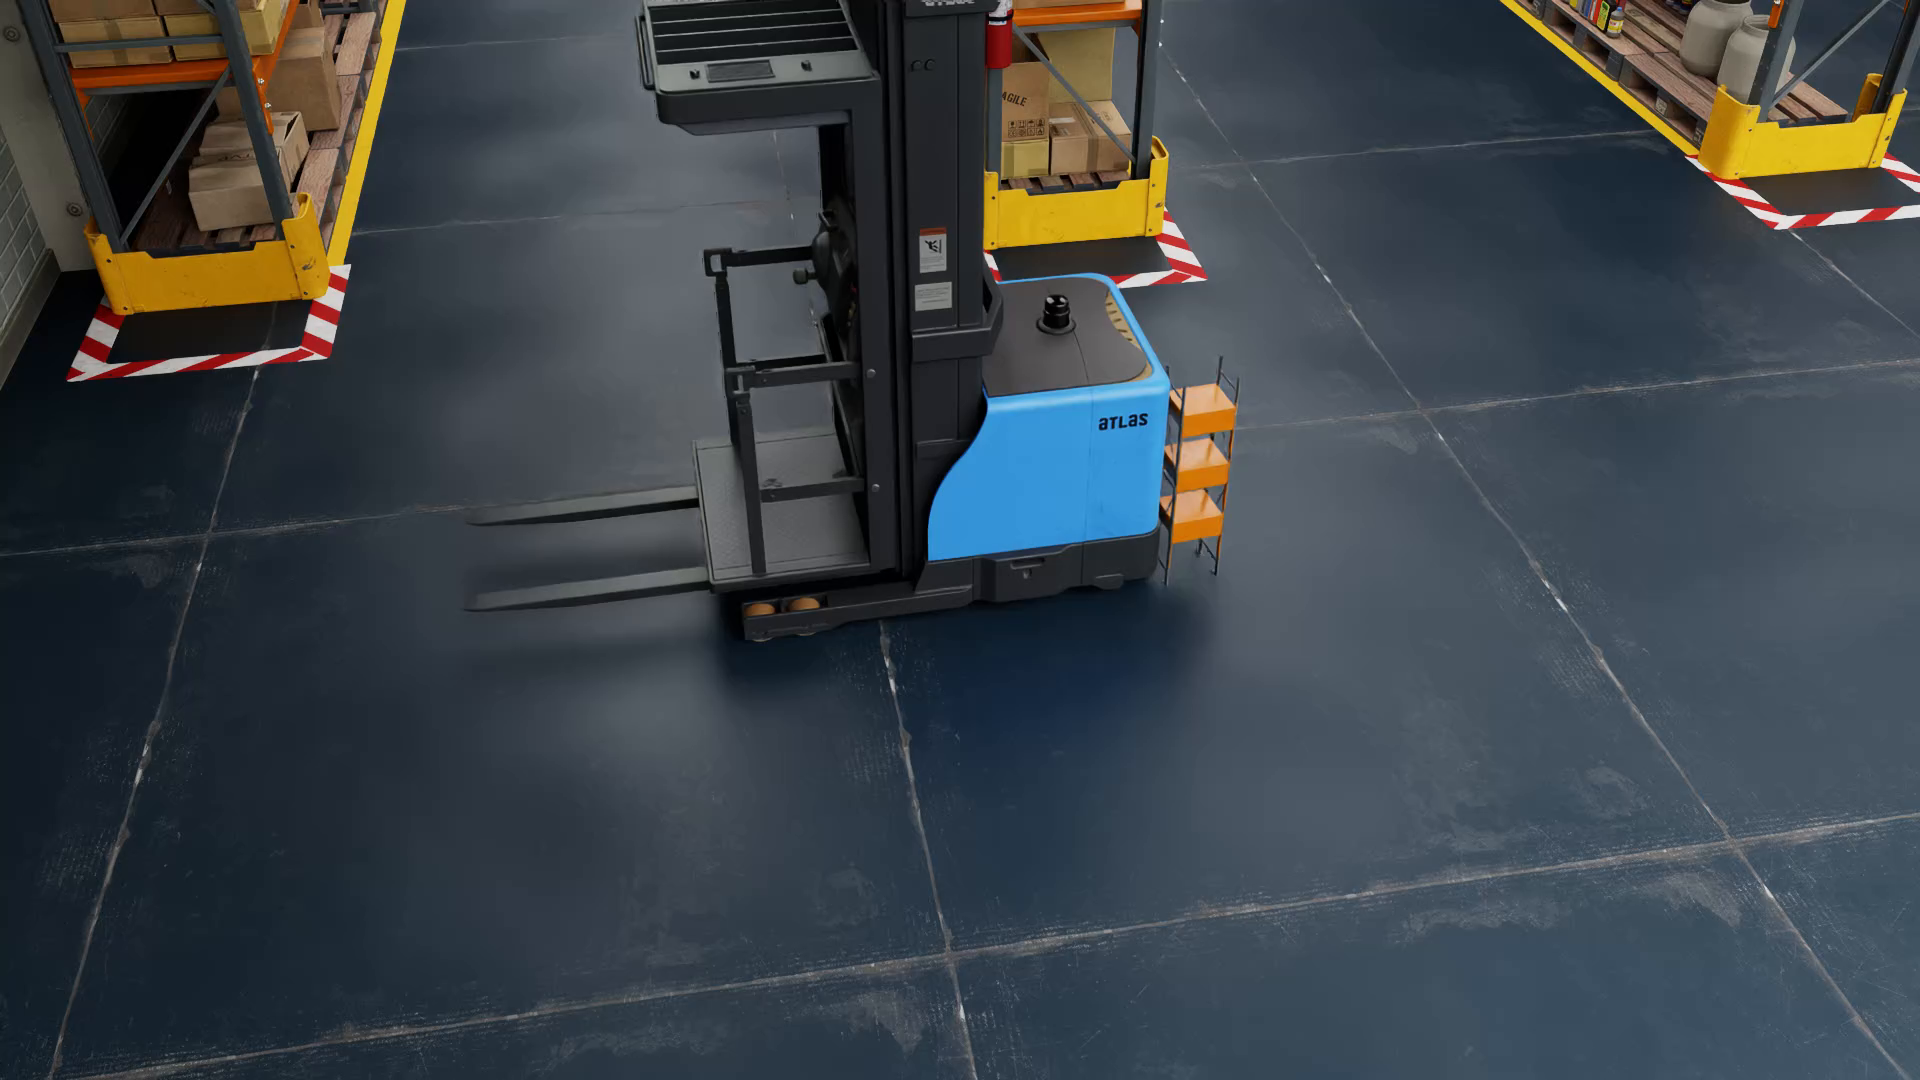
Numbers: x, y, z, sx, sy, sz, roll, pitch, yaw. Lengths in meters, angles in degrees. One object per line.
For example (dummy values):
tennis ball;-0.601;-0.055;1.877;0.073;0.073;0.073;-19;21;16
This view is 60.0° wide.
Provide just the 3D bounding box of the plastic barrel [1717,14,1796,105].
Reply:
plastic barrel;5.328;-3.206;11.117;0.421;0.512;0.421;0;38;0

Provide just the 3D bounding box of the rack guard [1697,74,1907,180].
rack guard;5.459;-2.687;10.801;1.175;0.500;0.348;-6;38;-8

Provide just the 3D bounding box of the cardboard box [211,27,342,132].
cardboard box;-4.447;-2.975;10.813;0.700;0.500;0.500;-9;39;-11

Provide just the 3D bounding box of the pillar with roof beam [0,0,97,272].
pillar with roof beam;-0.971;-5.729;7.790;9.100;9.000;0.400;-6;38;-8

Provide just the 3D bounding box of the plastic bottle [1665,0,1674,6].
plastic bottle;5.413;-4.158;12.579;0.097;0.201;0.097;0;38;0

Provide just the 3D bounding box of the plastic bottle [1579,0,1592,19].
plastic bottle;4.724;-4.032;12.357;0.152;0.276;0.135;-7;38;-9

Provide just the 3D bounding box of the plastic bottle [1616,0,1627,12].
plastic bottle;4.853;-3.963;12.262;0.061;0.283;0.133;-6;38;-8

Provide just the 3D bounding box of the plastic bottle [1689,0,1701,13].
plastic bottle;5.486;-4.001;12.311;0.061;0.283;0.133;-6;38;-7

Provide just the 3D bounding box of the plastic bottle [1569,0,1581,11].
plastic bottle;4.691;-4.161;12.462;0.144;0.351;0.185;-5;38;-6

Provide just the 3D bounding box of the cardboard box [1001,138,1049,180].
cardboard box;0.257;-2.475;10.389;0.500;0.250;0.500;-6;38;-8

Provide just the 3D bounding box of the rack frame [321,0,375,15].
rack frame;-4.936;-4.984;11.720;1.000;3.000;0.127;-6;38;-8

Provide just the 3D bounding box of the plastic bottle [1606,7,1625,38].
plastic bottle;4.765;-3.764;12.072;0.097;0.201;0.097;0;38;0

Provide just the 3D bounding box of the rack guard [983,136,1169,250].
rack guard;0.646;-2.101;10.047;1.175;0.500;0.348;-6;38;-8

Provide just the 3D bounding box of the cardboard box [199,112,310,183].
cardboard box;-4.367;-2.451;10.293;0.500;0.311;0.500;-3;38;-4

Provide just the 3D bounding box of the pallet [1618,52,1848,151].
pallet;5.322;-3.064;11.522;1.003;0.211;1.213;-6;38;-8

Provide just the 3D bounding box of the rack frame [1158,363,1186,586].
rack frame;0.901;-0.268;7.238;0.008;1.050;0.200;-10;39;-13

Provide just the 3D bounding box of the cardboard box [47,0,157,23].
cardboard box;-4.527;-3.074;8.757;0.500;0.500;0.500;-7;38;-8

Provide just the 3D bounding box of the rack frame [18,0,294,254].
rack frame;-4.235;-2.568;8.610;1.000;3.000;0.127;-6;38;-8

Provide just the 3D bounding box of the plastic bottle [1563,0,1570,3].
plastic bottle;4.658;-4.274;12.607;0.144;0.351;0.185;-7;38;-8

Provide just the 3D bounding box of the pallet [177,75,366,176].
pallet;-4.566;-2.742;11.108;1.003;0.211;1.213;-6;38;-8

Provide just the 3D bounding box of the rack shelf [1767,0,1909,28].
rack shelf;5.168;-4.557;11.757;1.077;0.370;4.000;-6;38;-8

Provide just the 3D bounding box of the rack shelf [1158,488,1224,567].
rack shelf;1.018;-0.061;7.441;0.240;0.259;0.215;-10;39;-13

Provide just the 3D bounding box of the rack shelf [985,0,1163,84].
rack shelf;0.291;-4.027;11.074;1.077;0.370;4.000;-6;38;-8

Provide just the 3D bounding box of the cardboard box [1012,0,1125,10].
cardboard box;0.572;-3.425;9.633;0.700;0.500;0.500;-6;38;-8

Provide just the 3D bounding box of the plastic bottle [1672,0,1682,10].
plastic bottle;5.430;-4.125;12.481;0.097;0.271;0.097;0;38;0

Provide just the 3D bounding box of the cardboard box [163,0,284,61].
cardboard box;-4.008;-2.845;9.073;0.500;0.250;0.500;-7;38;-9

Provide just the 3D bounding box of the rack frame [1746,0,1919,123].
rack frame;5.519;-3.633;9.982;1.000;3.000;0.127;-6;38;-8

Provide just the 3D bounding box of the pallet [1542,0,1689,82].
pallet;5.111;-3.799;12.468;1.003;0.211;1.213;-6;38;-8

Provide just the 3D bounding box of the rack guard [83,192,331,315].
rack guard;-4.248;-1.626;9.436;1.175;0.500;0.348;-6;38;-8

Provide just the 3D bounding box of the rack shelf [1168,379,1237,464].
rack shelf;1.017;-0.507;7.100;0.240;0.259;0.215;-10;39;-13

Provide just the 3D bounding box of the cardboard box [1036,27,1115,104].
cardboard box;0.677;-3.128;10.619;0.500;0.500;0.500;-6;38;-8

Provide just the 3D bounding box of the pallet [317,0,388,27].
pallet;-5.074;-4.352;13.180;1.003;0.211;1.213;-6;38;-8

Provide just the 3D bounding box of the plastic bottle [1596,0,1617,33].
plastic bottle;4.727;-3.865;12.135;0.061;0.283;0.133;-5;38;-7

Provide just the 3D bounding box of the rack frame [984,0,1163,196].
rack frame;0.641;-3.103;9.299;1.000;3.000;0.127;-6;38;-8

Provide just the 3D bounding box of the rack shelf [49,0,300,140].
rack shelf;-4.585;-3.491;10.386;1.077;0.370;4.000;-6;38;-8

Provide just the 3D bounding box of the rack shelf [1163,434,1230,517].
rack shelf;1.018;-0.281;7.272;0.240;0.259;0.215;-10;39;-13

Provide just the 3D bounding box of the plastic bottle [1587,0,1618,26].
plastic bottle;4.748;-3.949;12.249;0.152;0.276;0.135;-6;38;-8

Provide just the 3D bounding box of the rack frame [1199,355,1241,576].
rack frame;1.135;-0.311;7.294;0.008;1.050;0.200;-10;39;-13

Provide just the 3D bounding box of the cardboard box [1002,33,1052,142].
cardboard box;0.254;-2.771;10.159;0.500;0.500;0.500;-6;38;-8

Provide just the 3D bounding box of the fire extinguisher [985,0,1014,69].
fire extinguisher;0.205;-2.951;9.166;0.296;0.674;0.183;-6;38;-8

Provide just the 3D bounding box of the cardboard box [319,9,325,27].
cardboard box;-4.813;-3.718;12.042;0.380;0.166;0.250;-11;39;-14

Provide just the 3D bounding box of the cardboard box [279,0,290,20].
cardboard box;-4.113;-3.157;9.475;0.500;0.250;0.500;-7;38;-9

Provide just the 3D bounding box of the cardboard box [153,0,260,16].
cardboard box;-4.023;-3.133;8.833;0.500;0.500;0.500;-6;38;-8

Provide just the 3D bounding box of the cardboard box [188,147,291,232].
cardboard box;-4.268;-2.107;9.850;0.500;0.311;0.500;-10;39;-13

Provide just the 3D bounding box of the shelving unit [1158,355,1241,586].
shelving unit;1.018;-0.290;7.266;0.252;1.050;0.215;-10;39;-13

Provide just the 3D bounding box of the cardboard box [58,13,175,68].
cardboard box;-4.508;-2.778;8.986;0.500;0.250;0.500;-6;38;-7

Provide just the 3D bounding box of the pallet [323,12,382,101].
pallet;-4.784;-3.481;12.058;1.003;0.211;1.213;-6;38;-8

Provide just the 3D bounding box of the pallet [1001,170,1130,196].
pallet;0.466;-2.459;10.743;1.003;0.211;1.213;-6;38;-8

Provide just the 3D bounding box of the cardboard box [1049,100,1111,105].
cardboard box;0.675;-2.832;10.849;0.500;0.250;0.500;-6;38;-8

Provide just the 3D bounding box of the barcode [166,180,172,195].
barcode;-4.665;-2.079;9.806;0.001;0.075;0.075;-6;38;-8

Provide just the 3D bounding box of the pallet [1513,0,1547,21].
pallet;4.894;-4.538;13.419;1.003;0.211;1.213;-6;38;-8

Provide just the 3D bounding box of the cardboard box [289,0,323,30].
cardboard box;-4.715;-3.548;11.550;0.500;0.500;0.500;-9;39;-11

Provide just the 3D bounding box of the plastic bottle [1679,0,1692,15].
plastic bottle;5.448;-4.065;12.403;0.097;0.271;0.097;0;38;0

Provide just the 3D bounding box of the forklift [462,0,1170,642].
forklift;-0.682;-1.073;6.742;3.031;2.935;1.130;-7;38;-9

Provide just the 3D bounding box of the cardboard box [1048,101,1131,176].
cardboard box;0.766;-2.530;10.461;0.500;0.250;0.500;-6;38;-8

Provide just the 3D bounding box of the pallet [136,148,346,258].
pallet;-4.356;-2.007;10.161;1.003;0.211;1.213;-6;38;-8

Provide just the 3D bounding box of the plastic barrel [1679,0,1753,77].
plastic barrel;5.240;-3.509;11.507;0.421;0.512;0.421;0;38;0
